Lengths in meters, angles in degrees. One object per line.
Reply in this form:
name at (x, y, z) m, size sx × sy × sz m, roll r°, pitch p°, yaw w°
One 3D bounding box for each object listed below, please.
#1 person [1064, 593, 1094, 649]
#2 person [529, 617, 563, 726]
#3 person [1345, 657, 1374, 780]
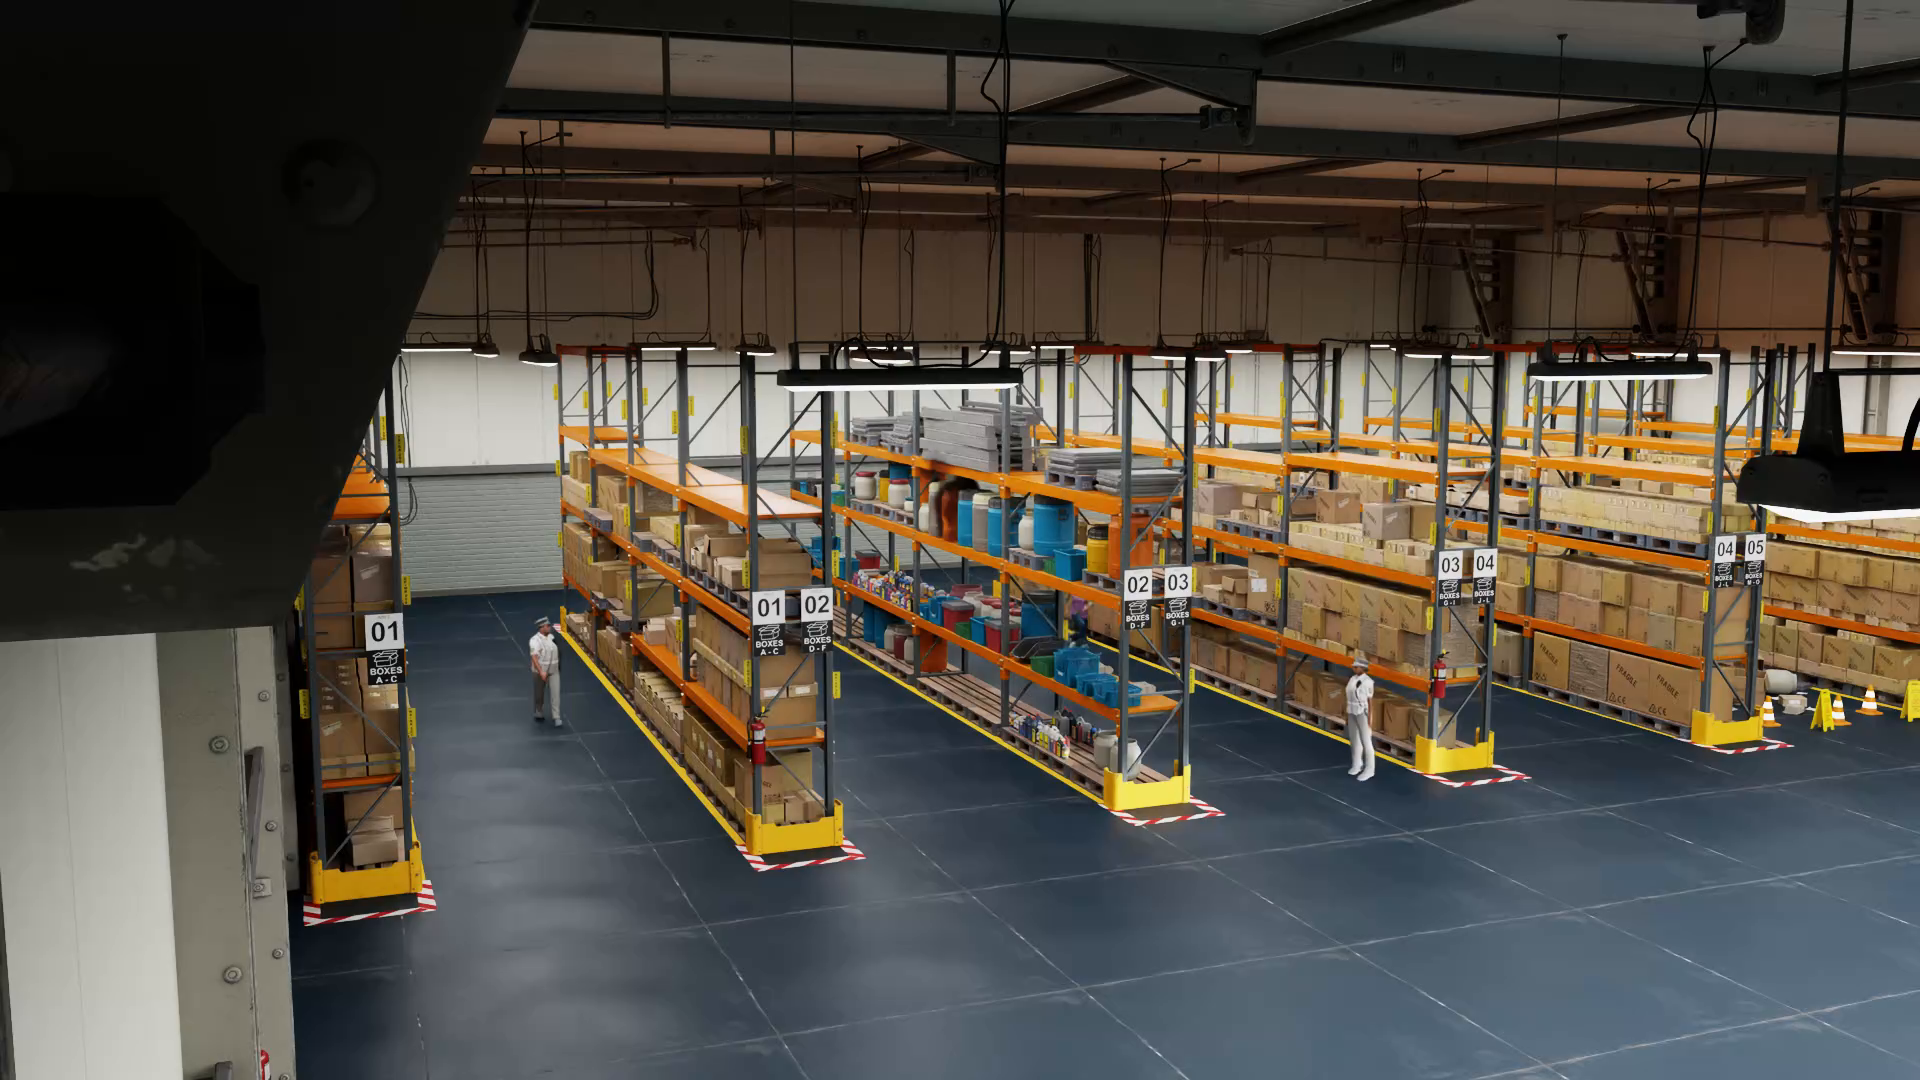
person at (2.296, 1.422, 31.667) m, size 0.526 × 1.485 × 0.911 m, roll -2°, pitch 8°, yaw -18°
person at (-6.646, 2.086, 26.682) m, size 0.506 × 1.718 × 1.060 m, roll -3°, pitch 8°, yaw -21°
person at (5.676, 2.504, 23.605) m, size 0.380 × 1.697 × 0.549 m, roll -4°, pitch 8°, yaw -27°
